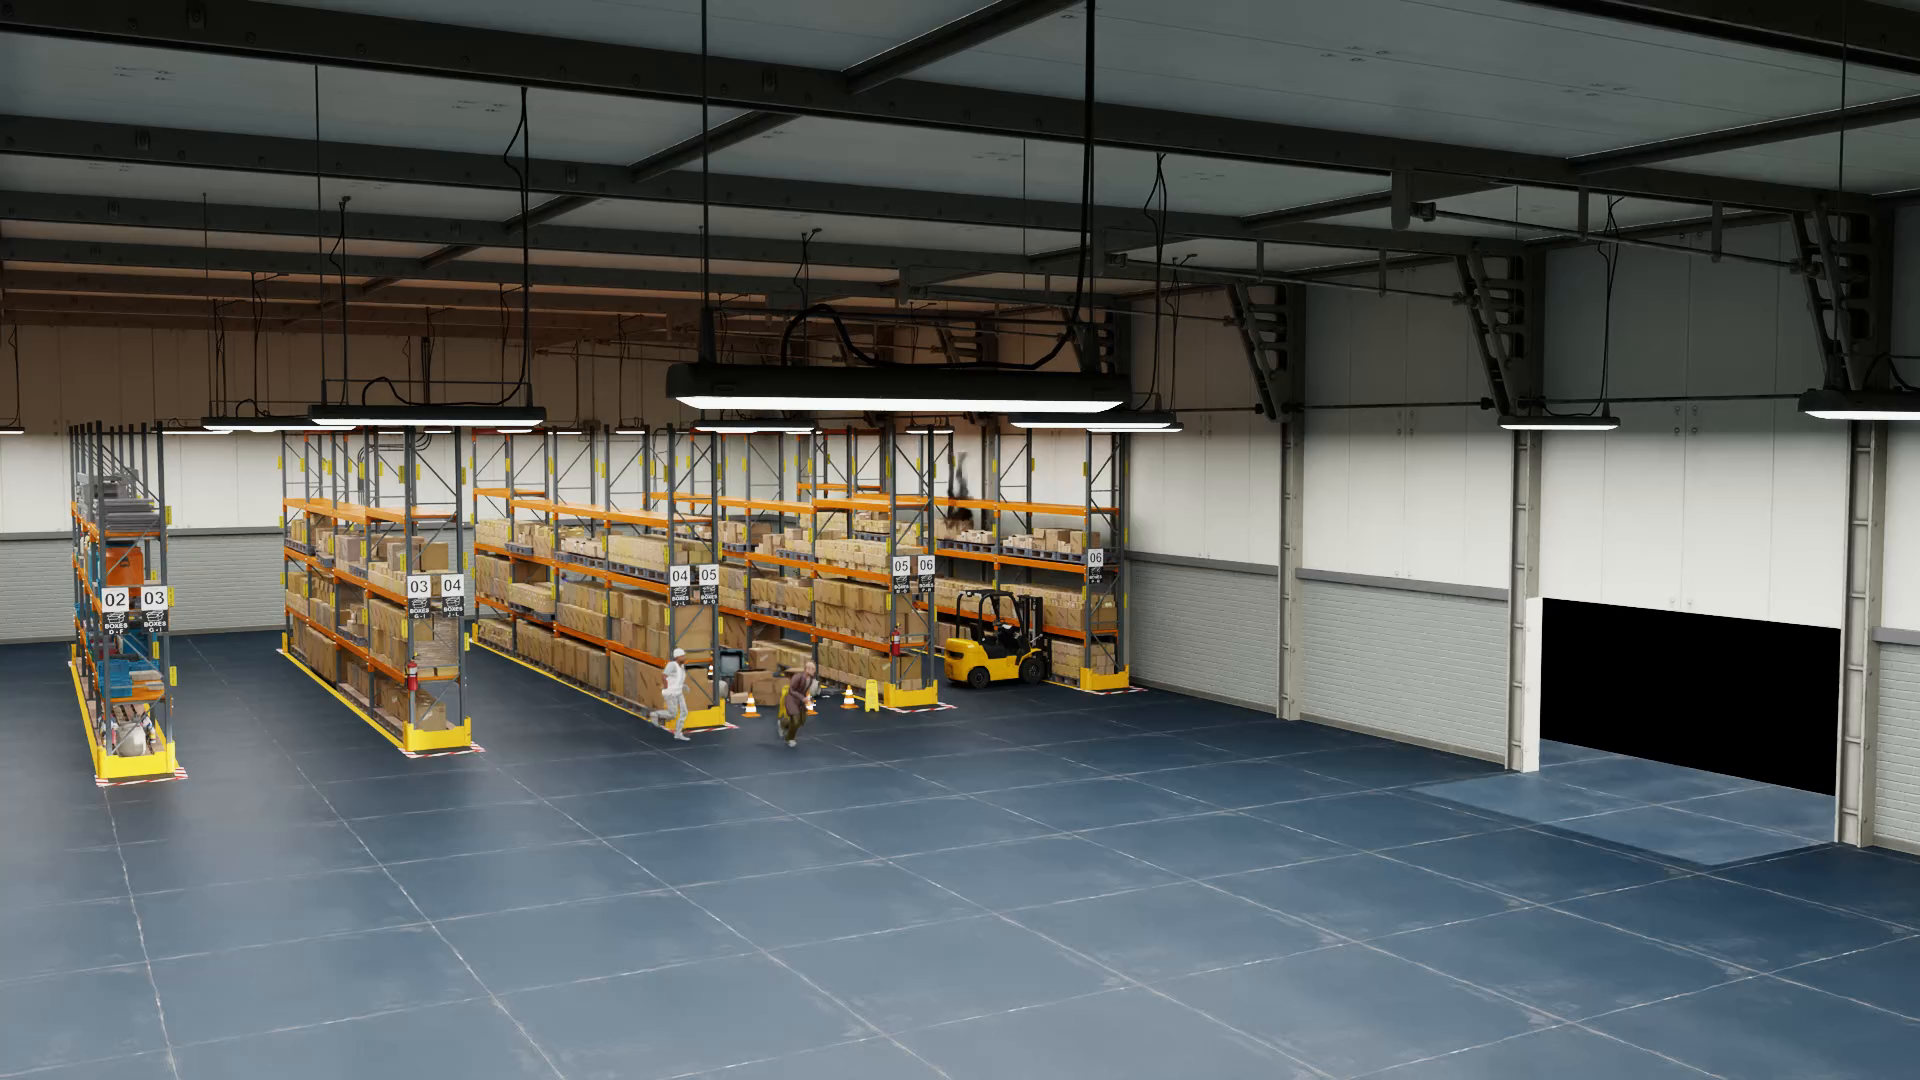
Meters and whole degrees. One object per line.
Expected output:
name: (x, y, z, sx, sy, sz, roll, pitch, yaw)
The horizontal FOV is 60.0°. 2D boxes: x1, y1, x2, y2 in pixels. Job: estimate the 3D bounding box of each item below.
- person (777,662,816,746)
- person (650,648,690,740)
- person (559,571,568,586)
person: (-3.013, 3.028, 30.888, 0.889, 1.589, 0.733, 2, 4, 32)
person: (-5.495, 2.926, 31.569, 0.801, 1.752, 0.704, 1, 4, 17)
person: (-11.950, 1.785, 50.631, 0.848, 1.698, 0.600, -3, 5, -39)
